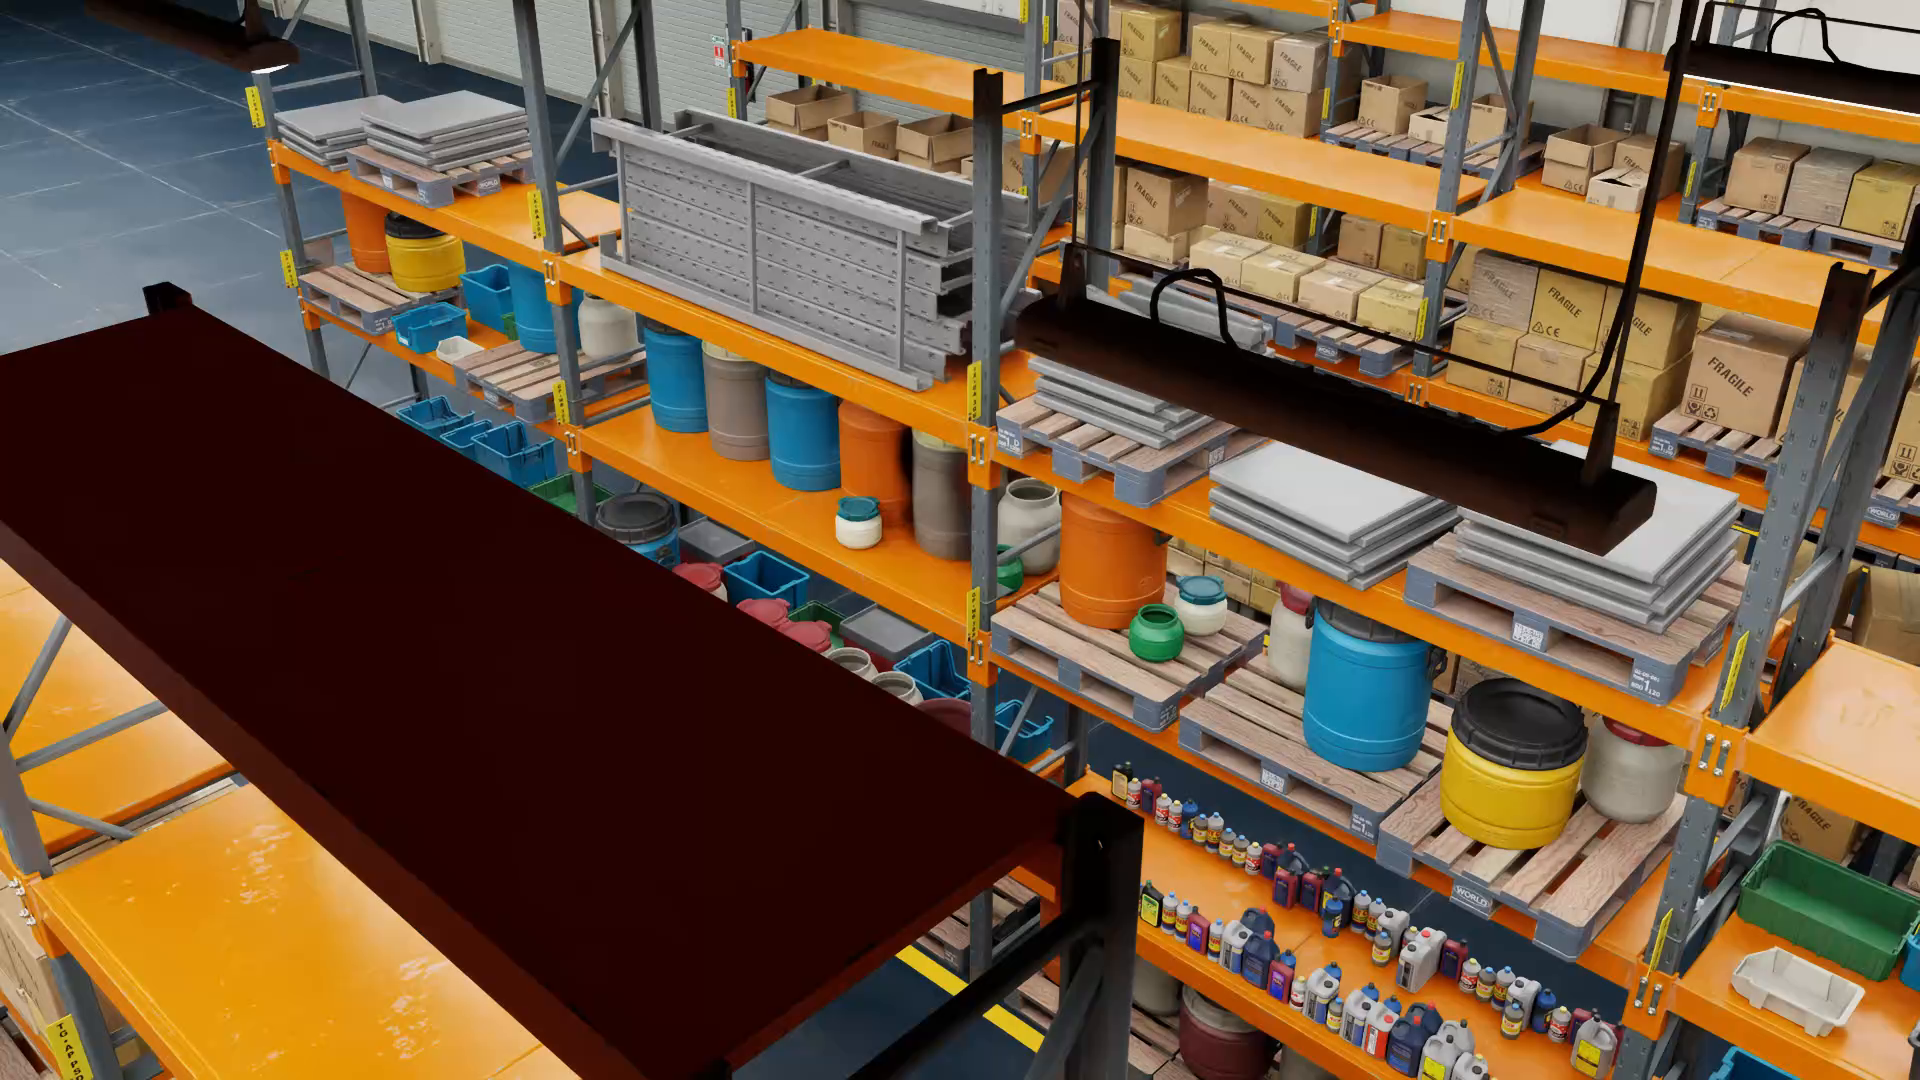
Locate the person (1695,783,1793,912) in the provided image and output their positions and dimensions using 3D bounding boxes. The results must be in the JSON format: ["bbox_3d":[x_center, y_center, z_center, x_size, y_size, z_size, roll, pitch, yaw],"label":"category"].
[{"bbox_3d":[5.348,2.014,11.053,0.796,1.552,0.478,22,36,33],"label":"person"}]
